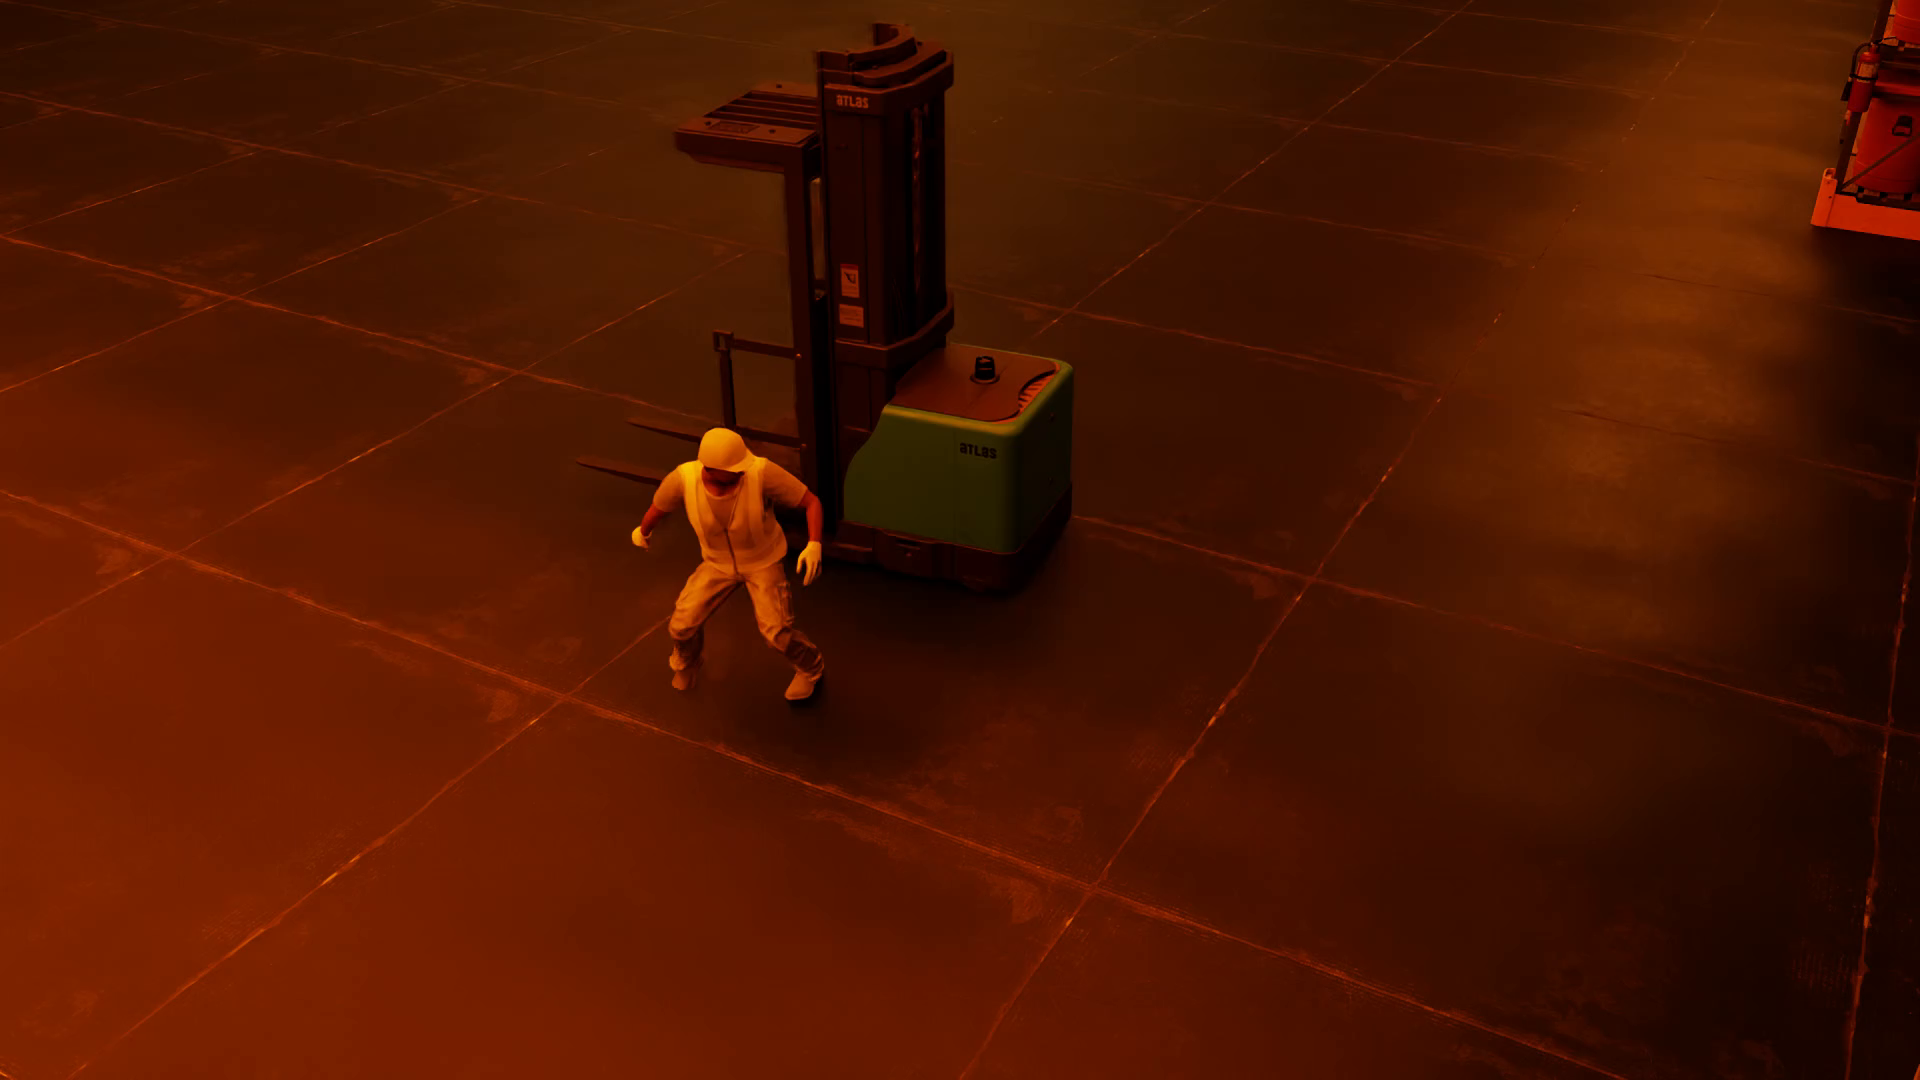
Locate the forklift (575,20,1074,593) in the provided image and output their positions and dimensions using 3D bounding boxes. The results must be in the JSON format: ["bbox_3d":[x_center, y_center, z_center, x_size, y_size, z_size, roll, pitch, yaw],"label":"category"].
[{"bbox_3d":[-0.891,-1.438,9.562,3.031,2.935,1.130,12,32,19],"label":"forklift"}]

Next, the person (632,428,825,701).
[{"bbox_3d":[-1.160,0.146,8.234,1.068,1.692,0.552,4,30,7],"label":"person"}]
